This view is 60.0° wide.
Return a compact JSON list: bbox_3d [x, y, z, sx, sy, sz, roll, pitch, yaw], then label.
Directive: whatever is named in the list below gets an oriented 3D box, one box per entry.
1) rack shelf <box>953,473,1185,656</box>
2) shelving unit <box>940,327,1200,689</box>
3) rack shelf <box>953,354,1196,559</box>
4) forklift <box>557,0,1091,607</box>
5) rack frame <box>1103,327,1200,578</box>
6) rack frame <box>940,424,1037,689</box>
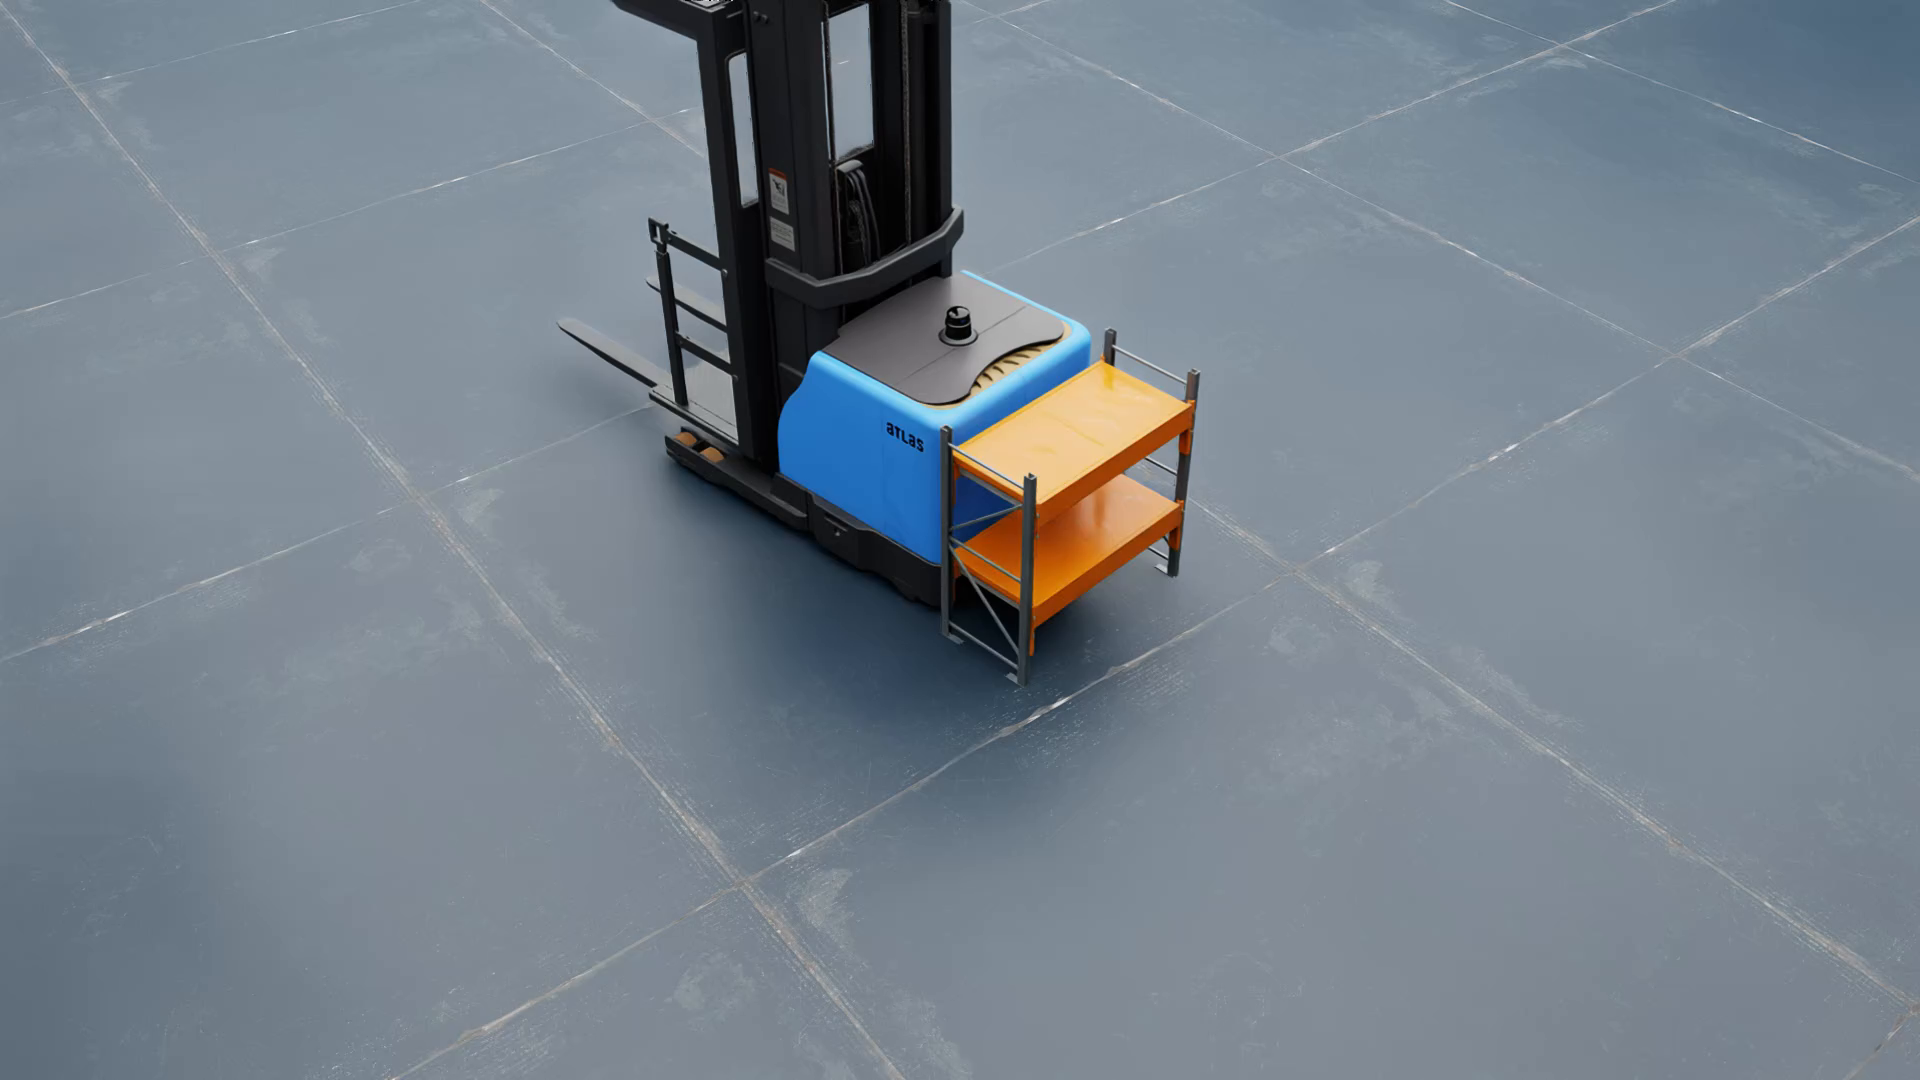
[{"bbox_3d":[0.463,0.044,7.328,0.538,0.278,1.000,32,49,33],"label":"rack shelf"},{"bbox_3d":[0.463,-0.145,7.173,0.538,1.125,1.048,32,49,33],"label":"shelving unit"},{"bbox_3d":[0.463,-0.371,6.987,0.538,0.278,1.000,32,49,33],"label":"rack shelf"},{"bbox_3d":[-0.831,-1.643,7.575,3.031,2.935,1.130,30,48,31],"label":"forklift"},{"bbox_3d":[0.819,-0.376,7.454,0.500,1.125,0.032,32,49,33],"label":"rack frame"},{"bbox_3d":[0.108,0.086,6.892,0.500,1.125,0.032,32,49,33],"label":"rack frame"}]
